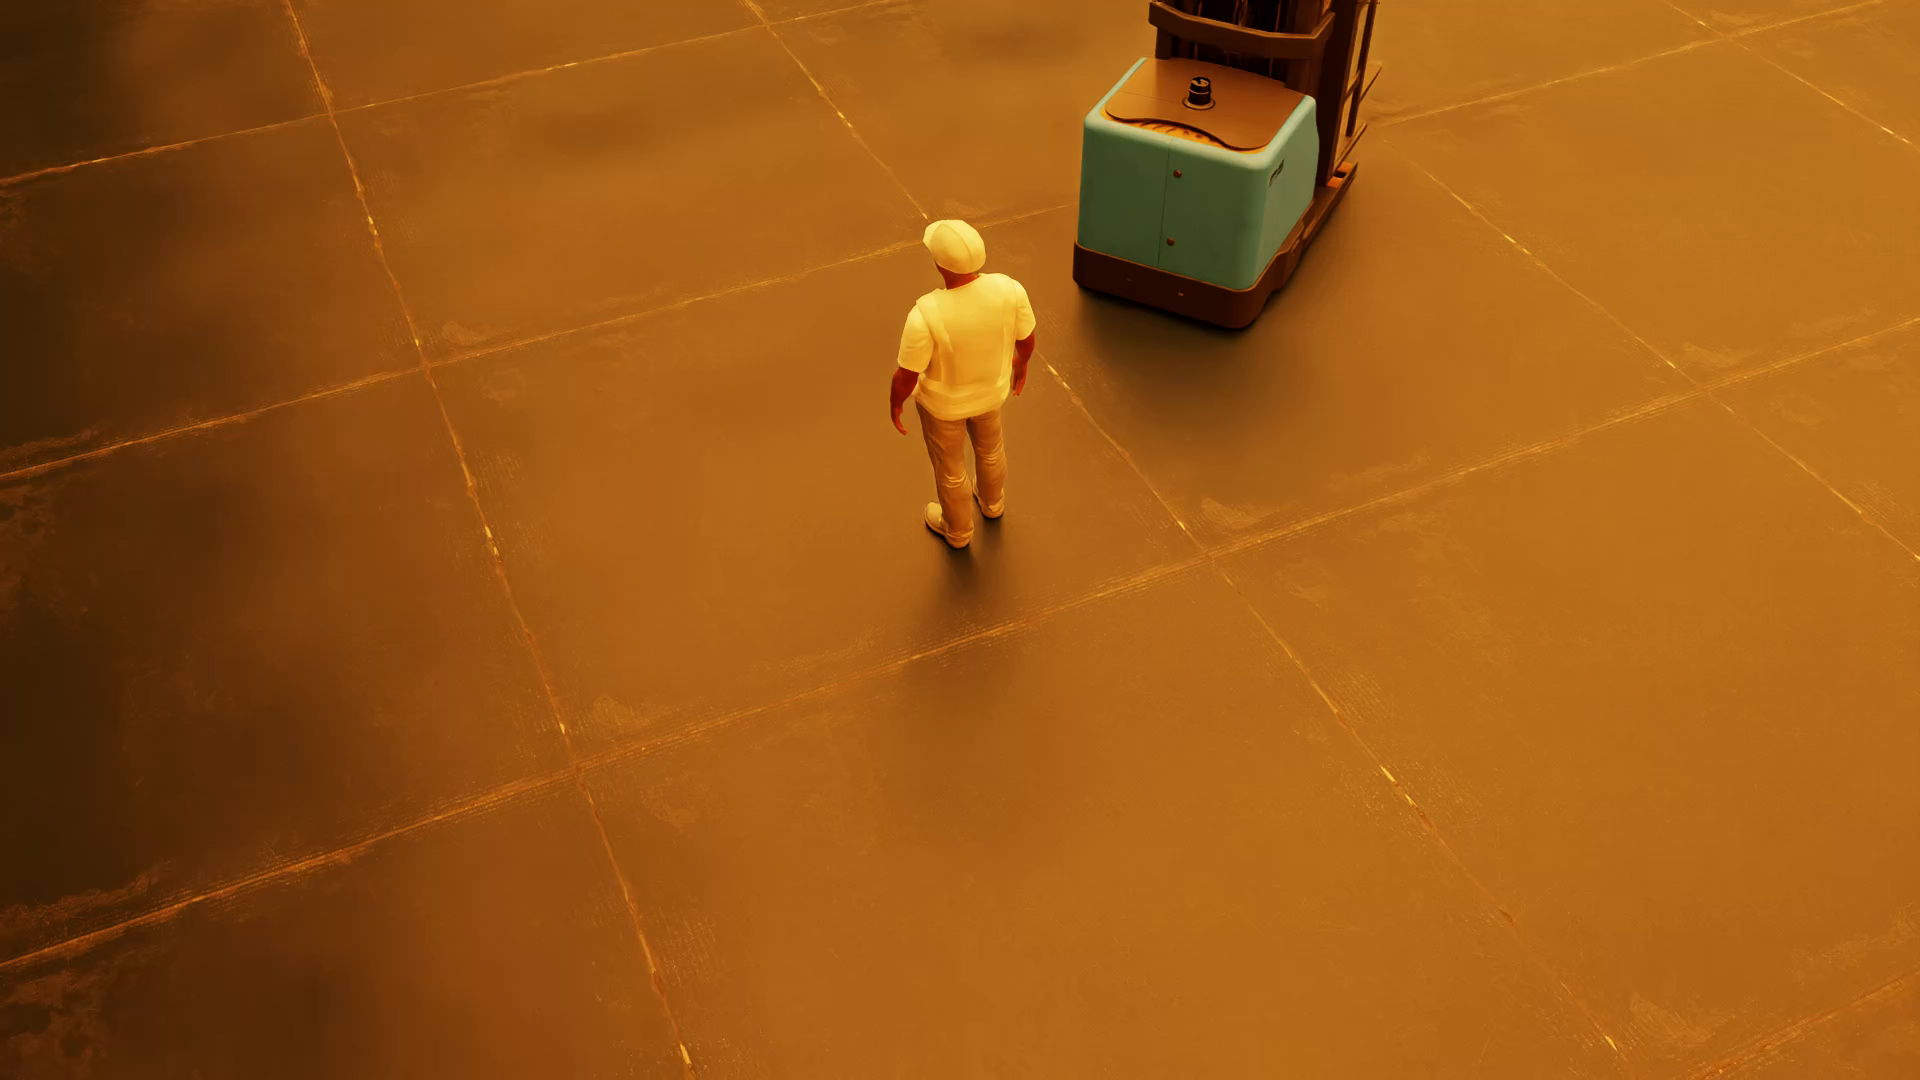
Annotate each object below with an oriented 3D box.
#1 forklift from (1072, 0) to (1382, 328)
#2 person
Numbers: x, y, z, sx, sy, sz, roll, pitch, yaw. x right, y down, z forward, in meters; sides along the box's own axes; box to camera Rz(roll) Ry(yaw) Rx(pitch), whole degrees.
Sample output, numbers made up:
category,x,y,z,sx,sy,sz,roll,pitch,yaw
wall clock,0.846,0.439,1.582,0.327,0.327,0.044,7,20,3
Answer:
category,x,y,z,sx,sy,sz,roll,pitch,yaw
forklift,1.756,-3.212,9.122,1.130,2.935,3.031,20,46,20
person,-0.025,-0.693,7.271,0.666,1.761,0.575,-18,46,-18
